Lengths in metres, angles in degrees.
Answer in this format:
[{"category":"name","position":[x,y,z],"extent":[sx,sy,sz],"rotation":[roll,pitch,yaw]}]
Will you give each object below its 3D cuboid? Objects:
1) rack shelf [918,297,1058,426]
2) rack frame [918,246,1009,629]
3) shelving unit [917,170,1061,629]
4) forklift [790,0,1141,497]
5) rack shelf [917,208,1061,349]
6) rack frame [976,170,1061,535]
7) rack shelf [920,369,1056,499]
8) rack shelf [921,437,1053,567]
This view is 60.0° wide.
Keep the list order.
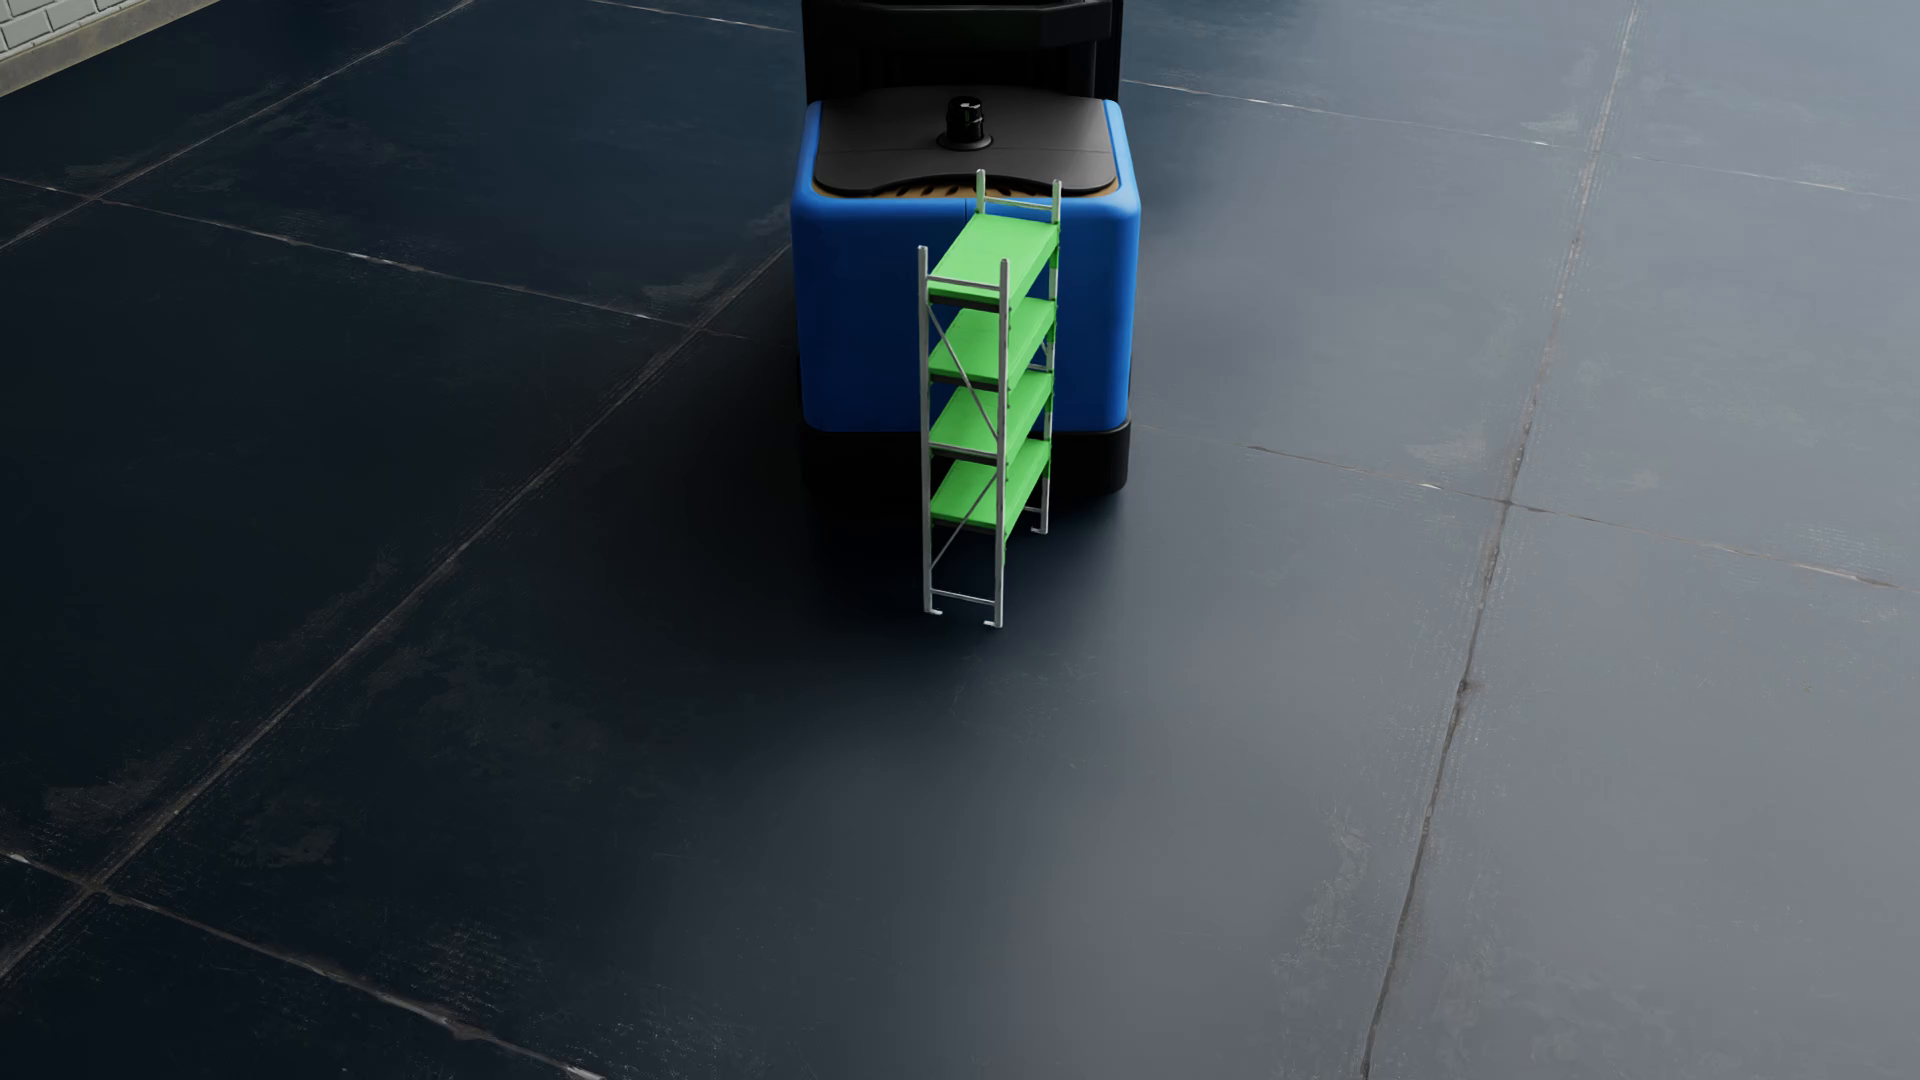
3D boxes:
[{"category":"rack shelf","position":[0.085,-0.525,4.657],"extent":[0.258,0.148,0.480],"rotation":[11,38,15]},{"category":"rack frame","position":[0.009,-0.246,4.577],"extent":[0.240,1.200,0.015],"rotation":[11,38,15]},{"category":"shelving unit","position":[0.085,-0.384,4.762],"extent":[0.258,1.200,0.503],"rotation":[11,38,15]},{"category":"forklift","position":[0.007,-2.160,5.692],"extent":[1.130,2.935,3.031],"rotation":[0,37,0]},{"category":"rack shelf","position":[0.085,-0.718,4.513],"extent":[0.258,0.148,0.480],"rotation":[11,38,15]},{"category":"rack frame","position":[0.162,-0.523,4.948],"extent":[0.240,1.200,0.015],"rotation":[11,38,15]},{"category":"rack shelf","position":[0.085,-0.333,4.800],"extent":[0.258,0.148,0.480],"rotation":[11,38,15]},{"category":"rack shelf","position":[0.085,-0.141,4.944],"extent":[0.258,0.148,0.480],"rotation":[11,38,15]}]
